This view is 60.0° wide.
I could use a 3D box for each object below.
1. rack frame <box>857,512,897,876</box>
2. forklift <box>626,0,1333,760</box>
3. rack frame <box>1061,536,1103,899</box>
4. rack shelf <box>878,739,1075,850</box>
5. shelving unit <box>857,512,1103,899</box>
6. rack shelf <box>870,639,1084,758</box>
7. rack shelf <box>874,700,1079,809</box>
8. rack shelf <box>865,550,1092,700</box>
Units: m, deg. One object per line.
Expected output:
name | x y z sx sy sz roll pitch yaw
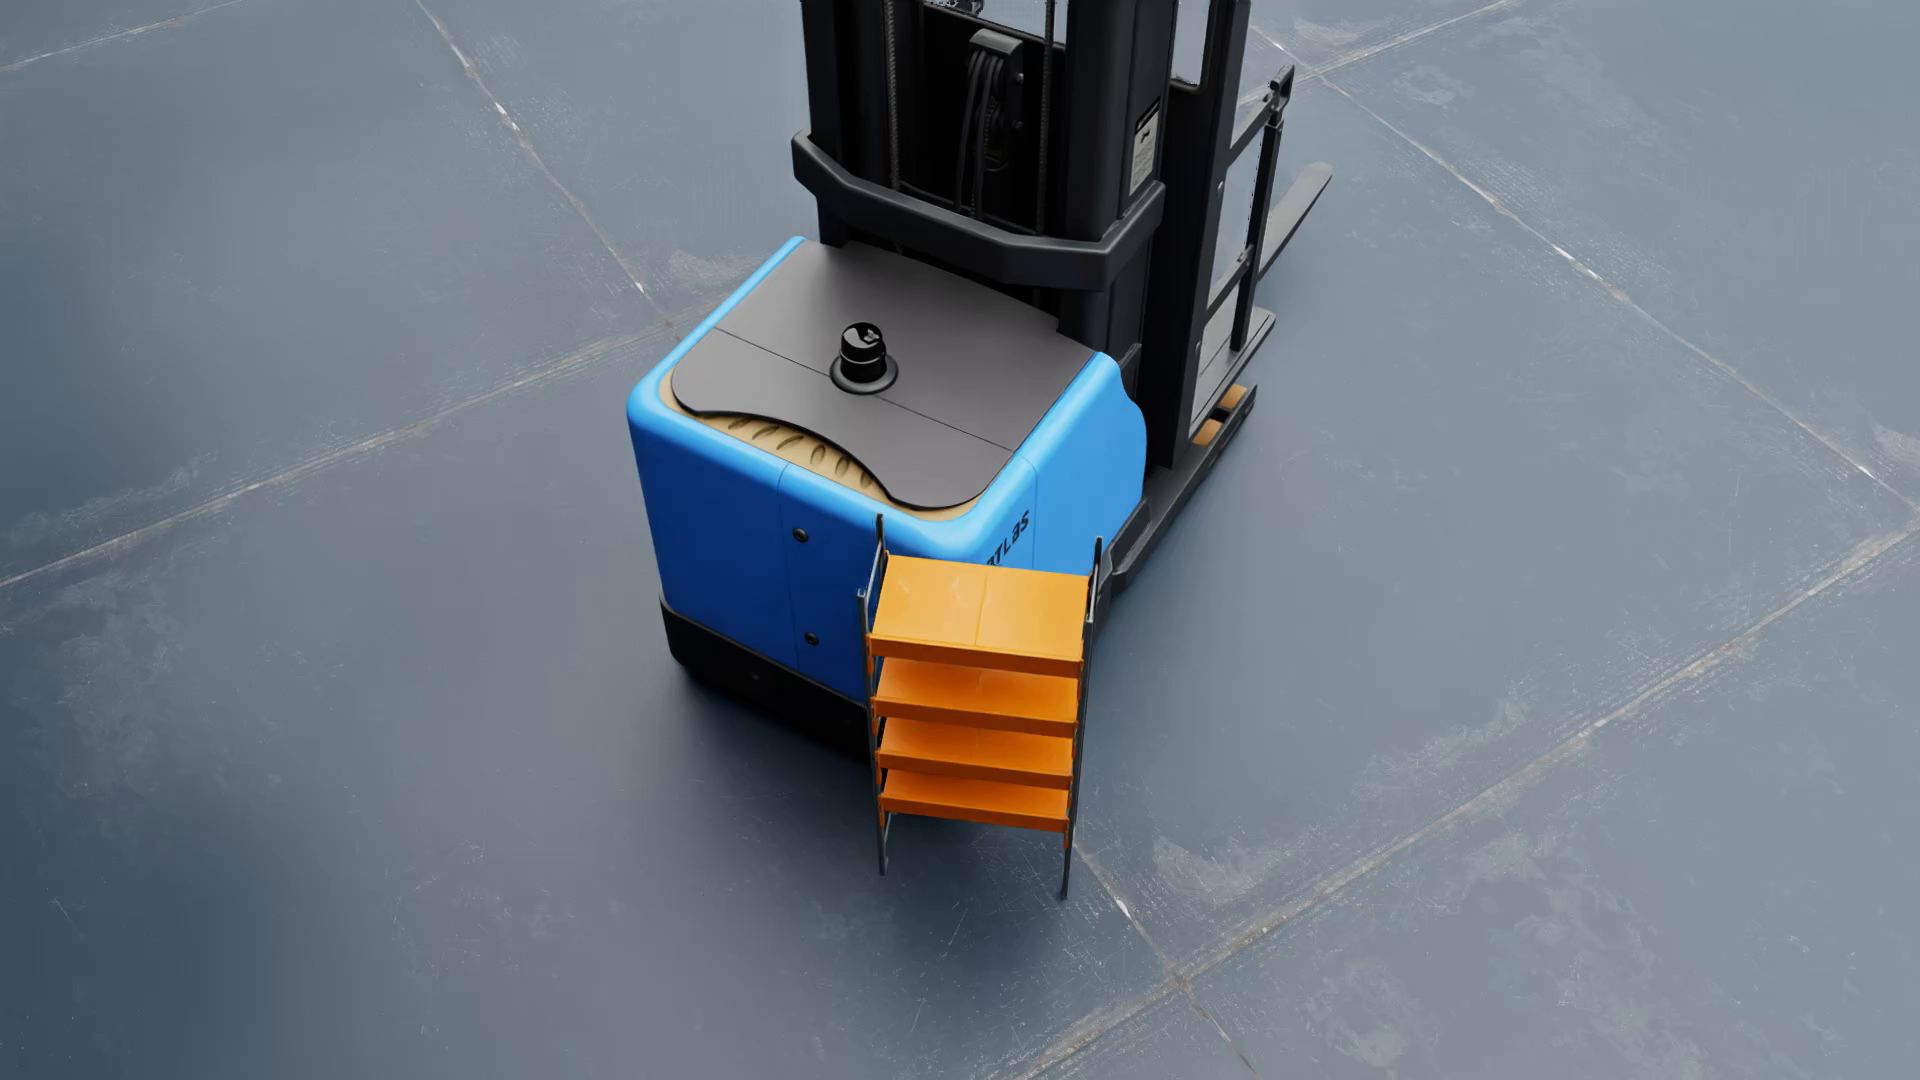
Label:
rack frame | -0.192 0.419 4.070 0.015 1.200 0.240 6 50 5
forklift | 0.330 -1.375 4.512 1.130 2.935 3.031 24 53 20
rack frame | 0.291 0.471 4.023 0.015 1.200 0.240 6 50 5
rack shelf | 0.050 0.617 4.249 0.480 0.148 0.258 6 50 5
shelving unit | 0.049 0.445 4.046 0.503 1.200 0.258 6 50 5
rack shelf | 0.049 0.343 3.927 0.480 0.148 0.258 6 50 5
rack shelf | 0.049 0.488 4.098 0.480 0.148 0.258 6 50 5
rack shelf | 0.048 0.190 3.747 0.480 0.148 0.258 6 50 5
